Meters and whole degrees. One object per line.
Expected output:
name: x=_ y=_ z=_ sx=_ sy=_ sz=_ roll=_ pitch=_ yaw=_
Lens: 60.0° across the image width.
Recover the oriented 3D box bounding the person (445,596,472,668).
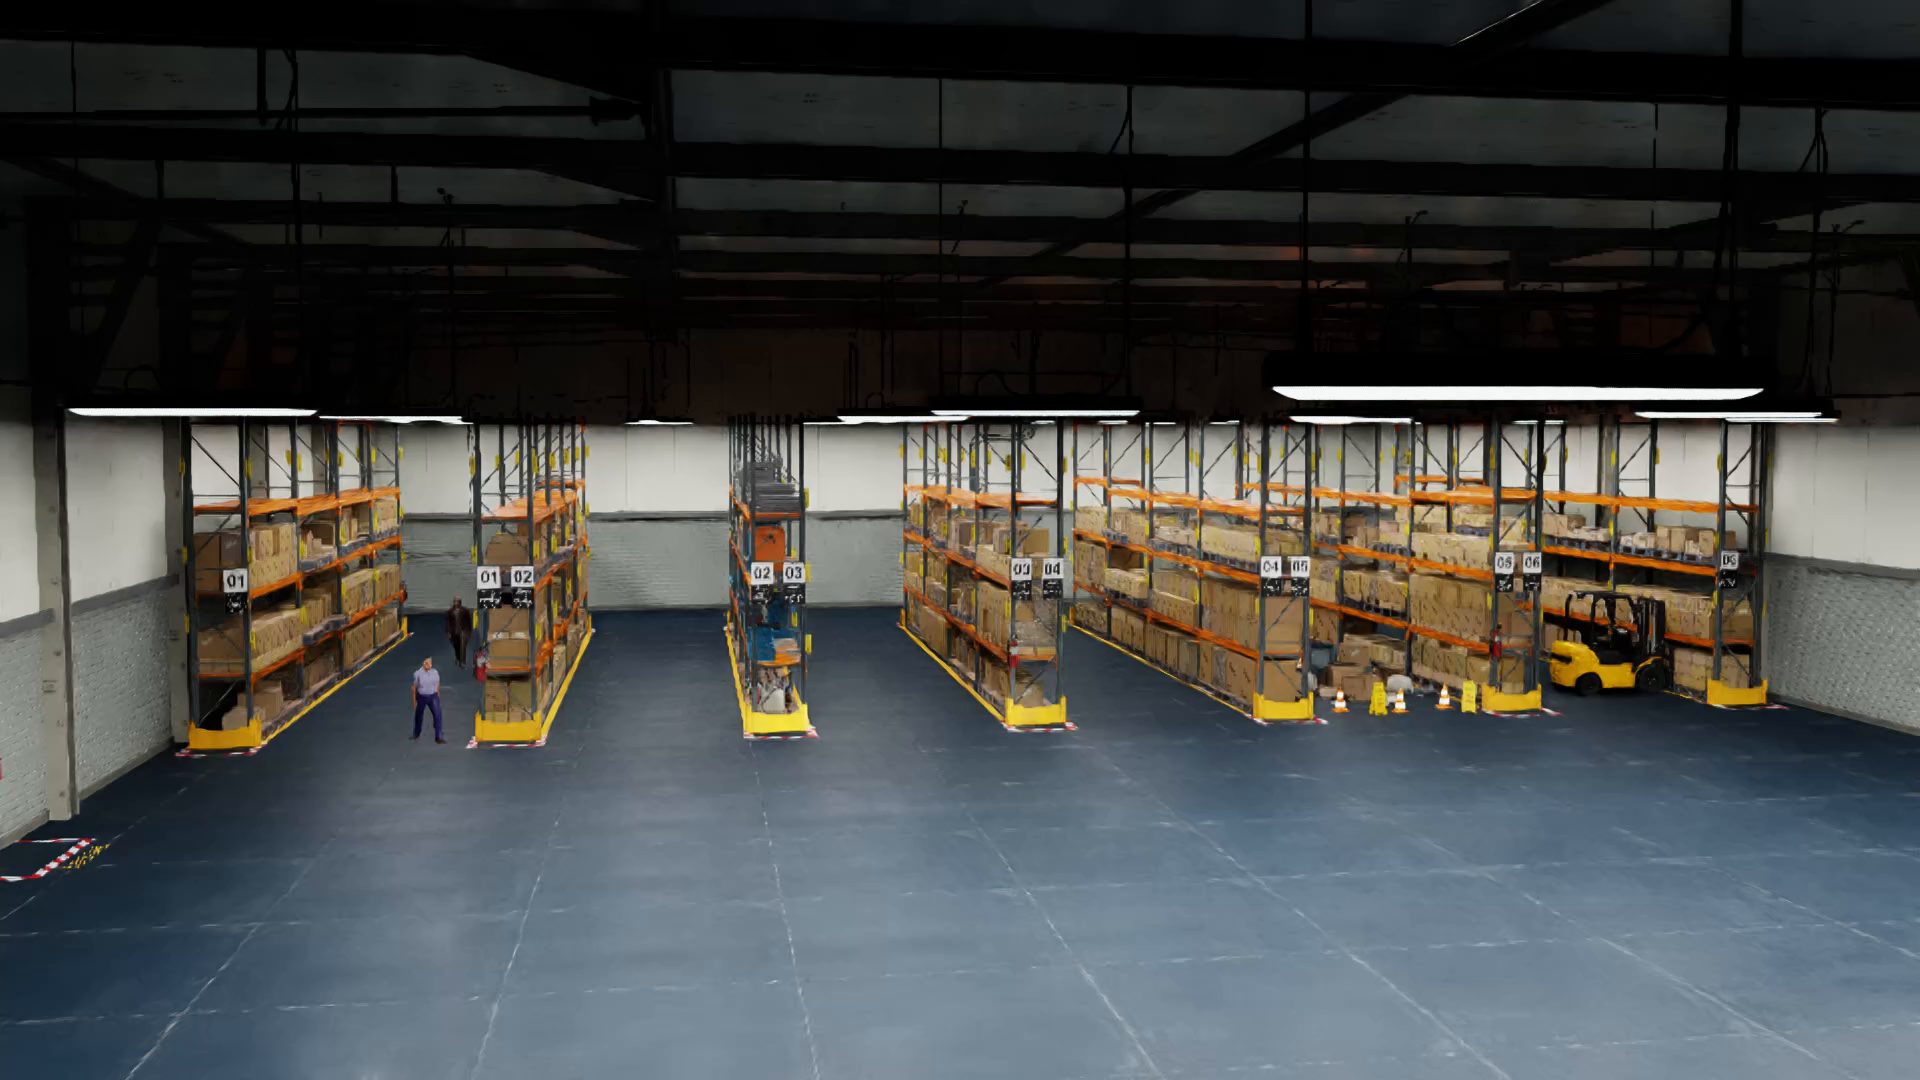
person: x=-11.927 y=2.169 z=39.523 sx=0.598 sy=1.698 sz=1.193 roll=-1 pitch=4 yaw=-7

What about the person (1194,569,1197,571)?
person: x=6.559 y=1.686 z=46.218 sx=0.591 sy=1.763 sz=0.685 roll=1 pitch=4 yaw=13

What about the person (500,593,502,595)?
person: x=-12.401 y=1.744 z=45.845 sx=0.544 sy=1.695 sz=1.101 roll=0 pitch=4 yaw=-6

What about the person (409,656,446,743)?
person: x=-9.674 y=2.886 z=30.144 sx=0.518 sy=1.576 sz=0.945 roll=-2 pitch=4 yaw=-30
